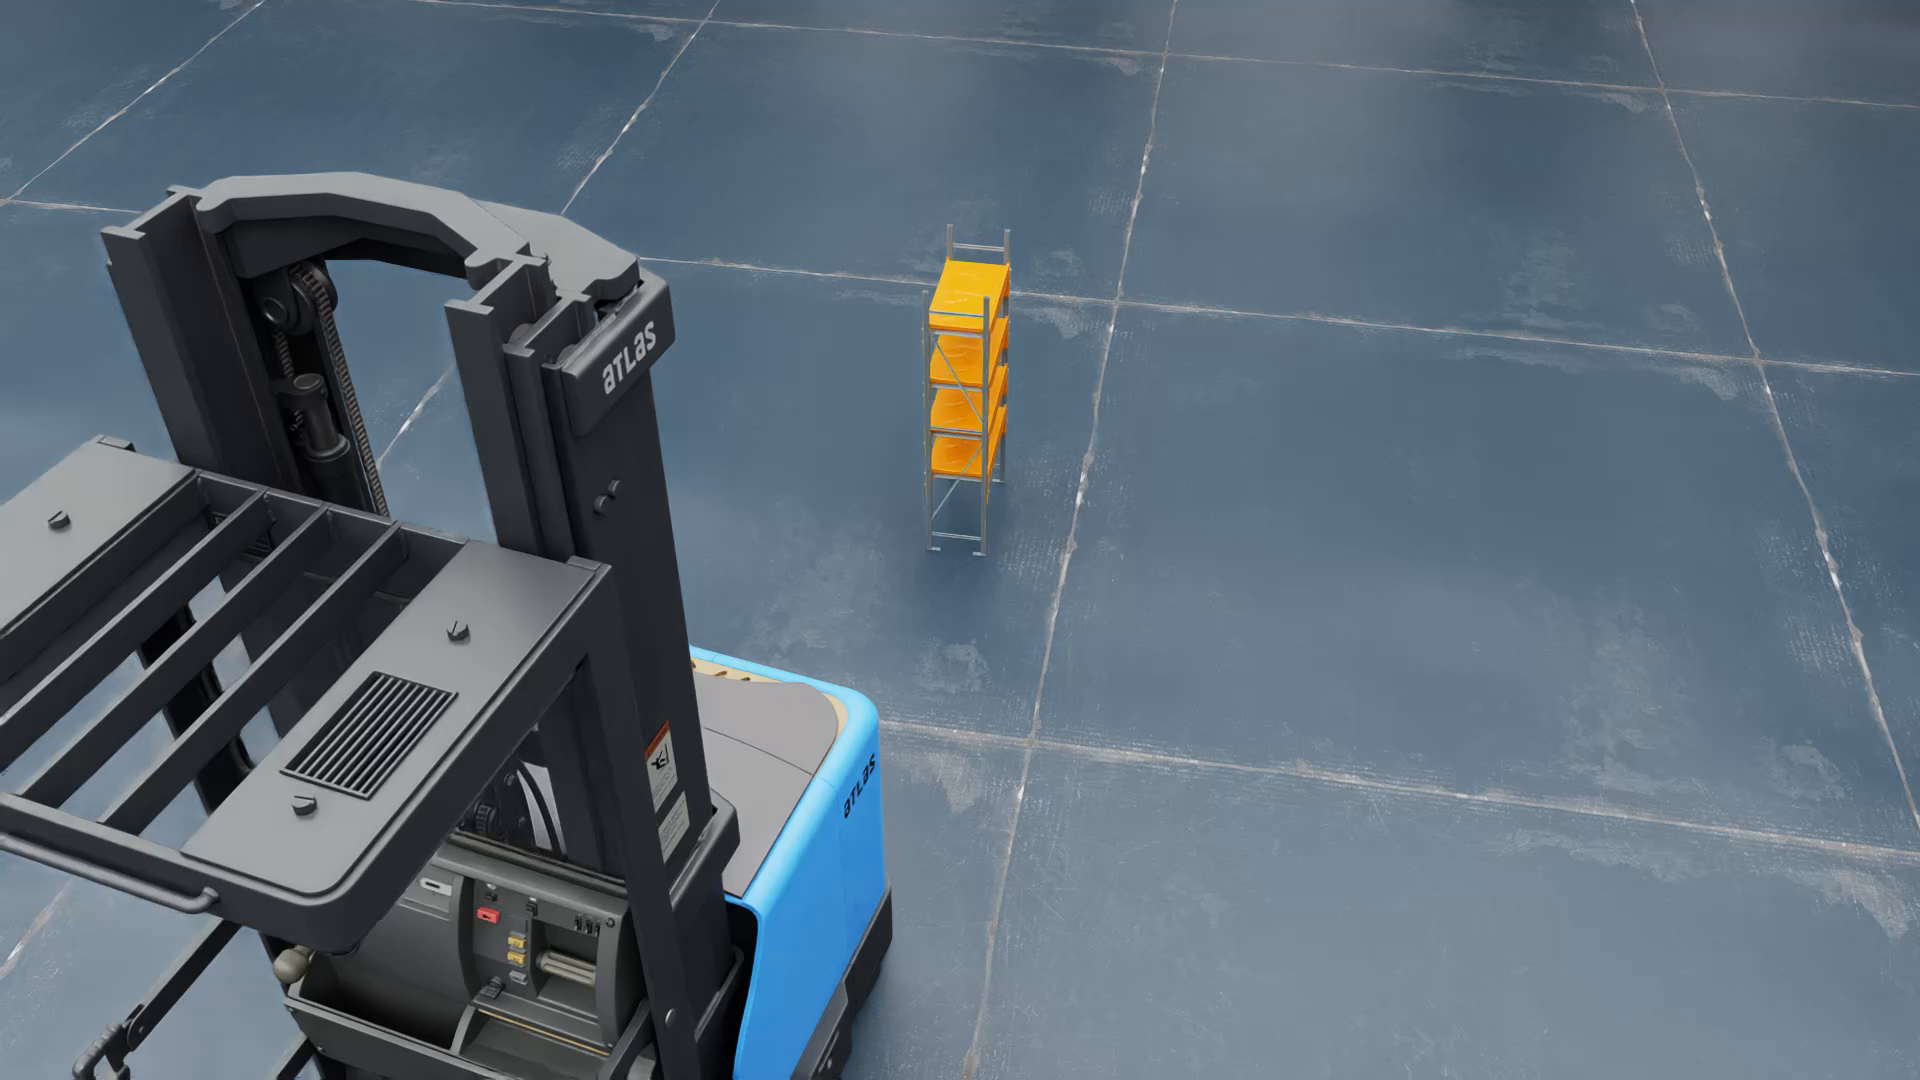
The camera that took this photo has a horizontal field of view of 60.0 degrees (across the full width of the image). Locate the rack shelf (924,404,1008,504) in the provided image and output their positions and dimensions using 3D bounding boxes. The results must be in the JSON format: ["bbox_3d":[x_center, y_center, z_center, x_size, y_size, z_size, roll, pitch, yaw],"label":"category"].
[{"bbox_3d":[0.029,-0.361,6.663,0.258,0.148,0.480,6,40,8],"label":"rack shelf"}]

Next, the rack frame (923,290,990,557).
[{"bbox_3d":[-0.014,-0.413,6.308,0.240,1.200,0.015,6,40,8],"label":"rack frame"}]

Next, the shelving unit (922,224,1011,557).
[{"bbox_3d":[0.029,-0.566,6.493,0.258,1.200,0.503,6,40,8],"label":"shelving unit"}]

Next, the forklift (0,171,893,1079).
[{"bbox_3d":[-1.198,0.896,3.366,1.130,2.935,3.031,13,41,16],"label":"forklift"}]

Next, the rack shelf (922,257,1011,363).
[{"bbox_3d":[0.029,-0.869,6.243,0.258,0.148,0.480,6,40,8],"label":"rack shelf"}]

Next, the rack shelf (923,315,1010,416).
[{"bbox_3d":[0.029,-0.687,6.394,0.258,0.148,0.480,6,40,8],"label":"rack shelf"}]

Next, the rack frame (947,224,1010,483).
[{"bbox_3d":[0.071,-0.719,6.679,0.240,1.200,0.015,6,40,8],"label":"rack frame"}]

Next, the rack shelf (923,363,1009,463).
[{"bbox_3d":[0.029,-0.514,6.536,0.258,0.148,0.480,6,40,8],"label":"rack shelf"}]
